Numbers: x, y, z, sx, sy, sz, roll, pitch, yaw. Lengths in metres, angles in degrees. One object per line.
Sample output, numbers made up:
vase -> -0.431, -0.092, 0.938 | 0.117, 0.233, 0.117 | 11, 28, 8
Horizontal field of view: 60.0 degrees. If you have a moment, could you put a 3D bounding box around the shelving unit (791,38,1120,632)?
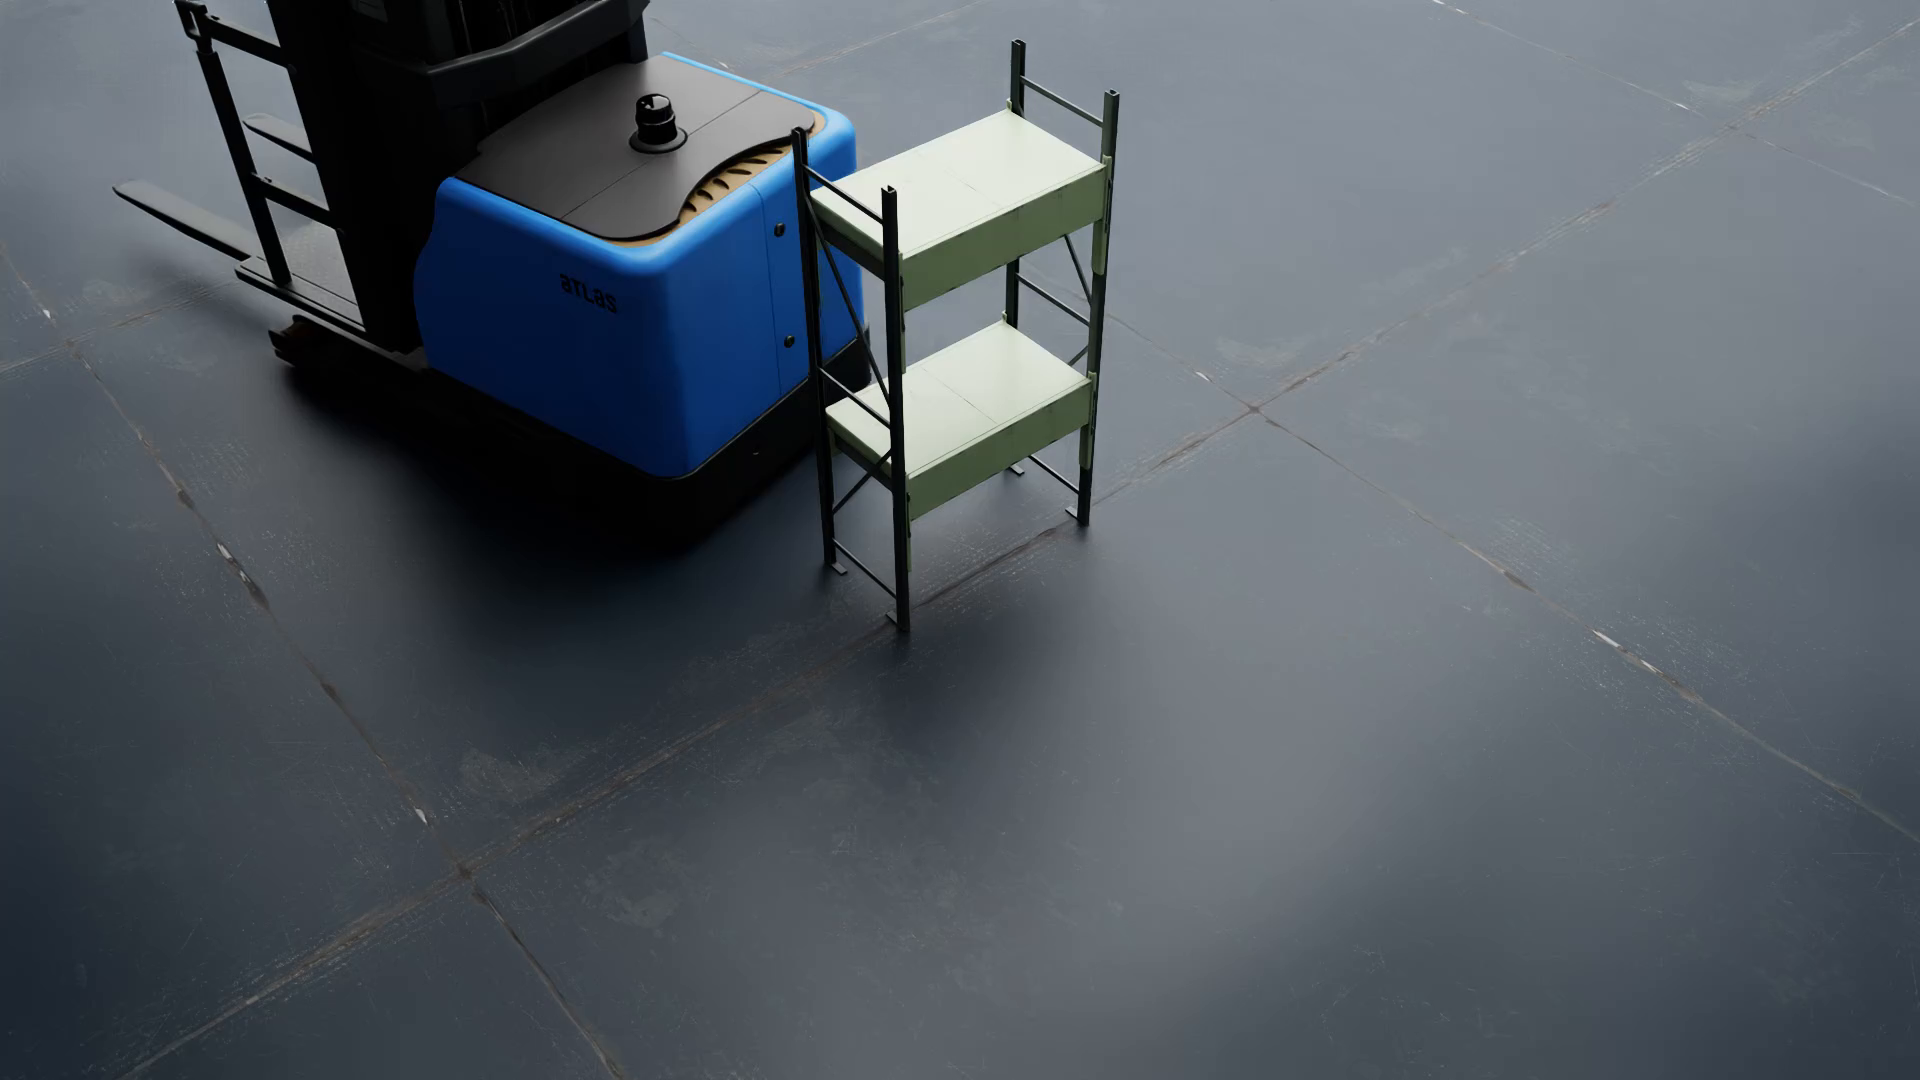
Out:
shelving unit -> -0.005, -0.544, 4.733 | 0.755, 1.500, 0.431 | -30, 51, -28

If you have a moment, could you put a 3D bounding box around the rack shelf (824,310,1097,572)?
rack shelf -> -0.005, -0.306, 4.957 | 0.720, 0.370, 0.431 | -30, 51, -28

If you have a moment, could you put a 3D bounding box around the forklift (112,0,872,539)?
forklift -> -1.811, -1.869, 5.099 | 3.031, 2.935, 1.130 | 25, 49, 24

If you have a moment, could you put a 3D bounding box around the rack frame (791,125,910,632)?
rack frame -> -0.286, -0.383, 4.562 | 0.023, 1.500, 0.400 | -30, 51, -28

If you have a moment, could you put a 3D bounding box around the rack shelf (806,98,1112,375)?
rack shelf -> -0.005, -0.828, 4.466 | 0.720, 0.370, 0.431 | -30, 51, -28

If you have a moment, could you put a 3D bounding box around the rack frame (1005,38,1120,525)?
rack frame -> 0.276, -0.705, 4.905 | 0.023, 1.500, 0.400 | -30, 51, -28
